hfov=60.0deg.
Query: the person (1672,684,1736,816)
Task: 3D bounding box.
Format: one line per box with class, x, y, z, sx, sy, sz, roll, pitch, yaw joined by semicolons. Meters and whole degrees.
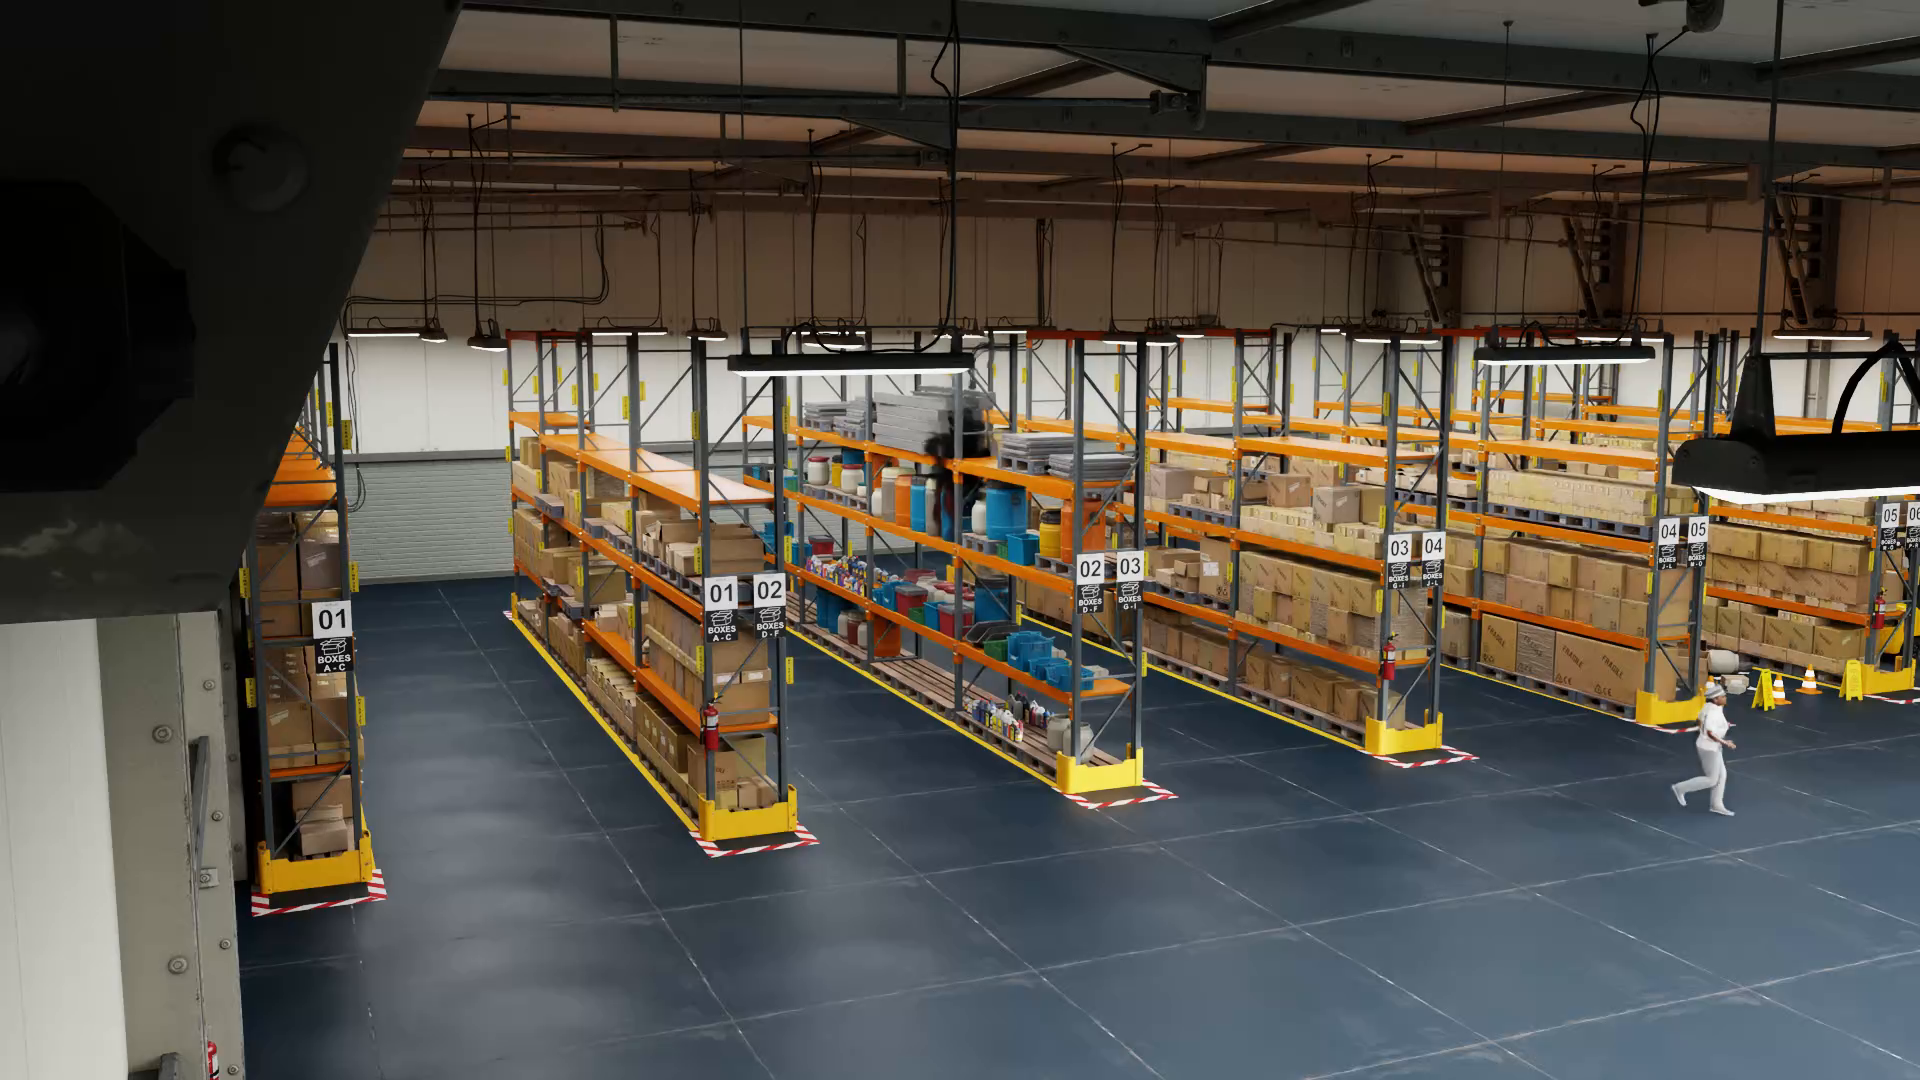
person;9.480;2.653;21.130;0.749;1.697;0.586;2;8;16
